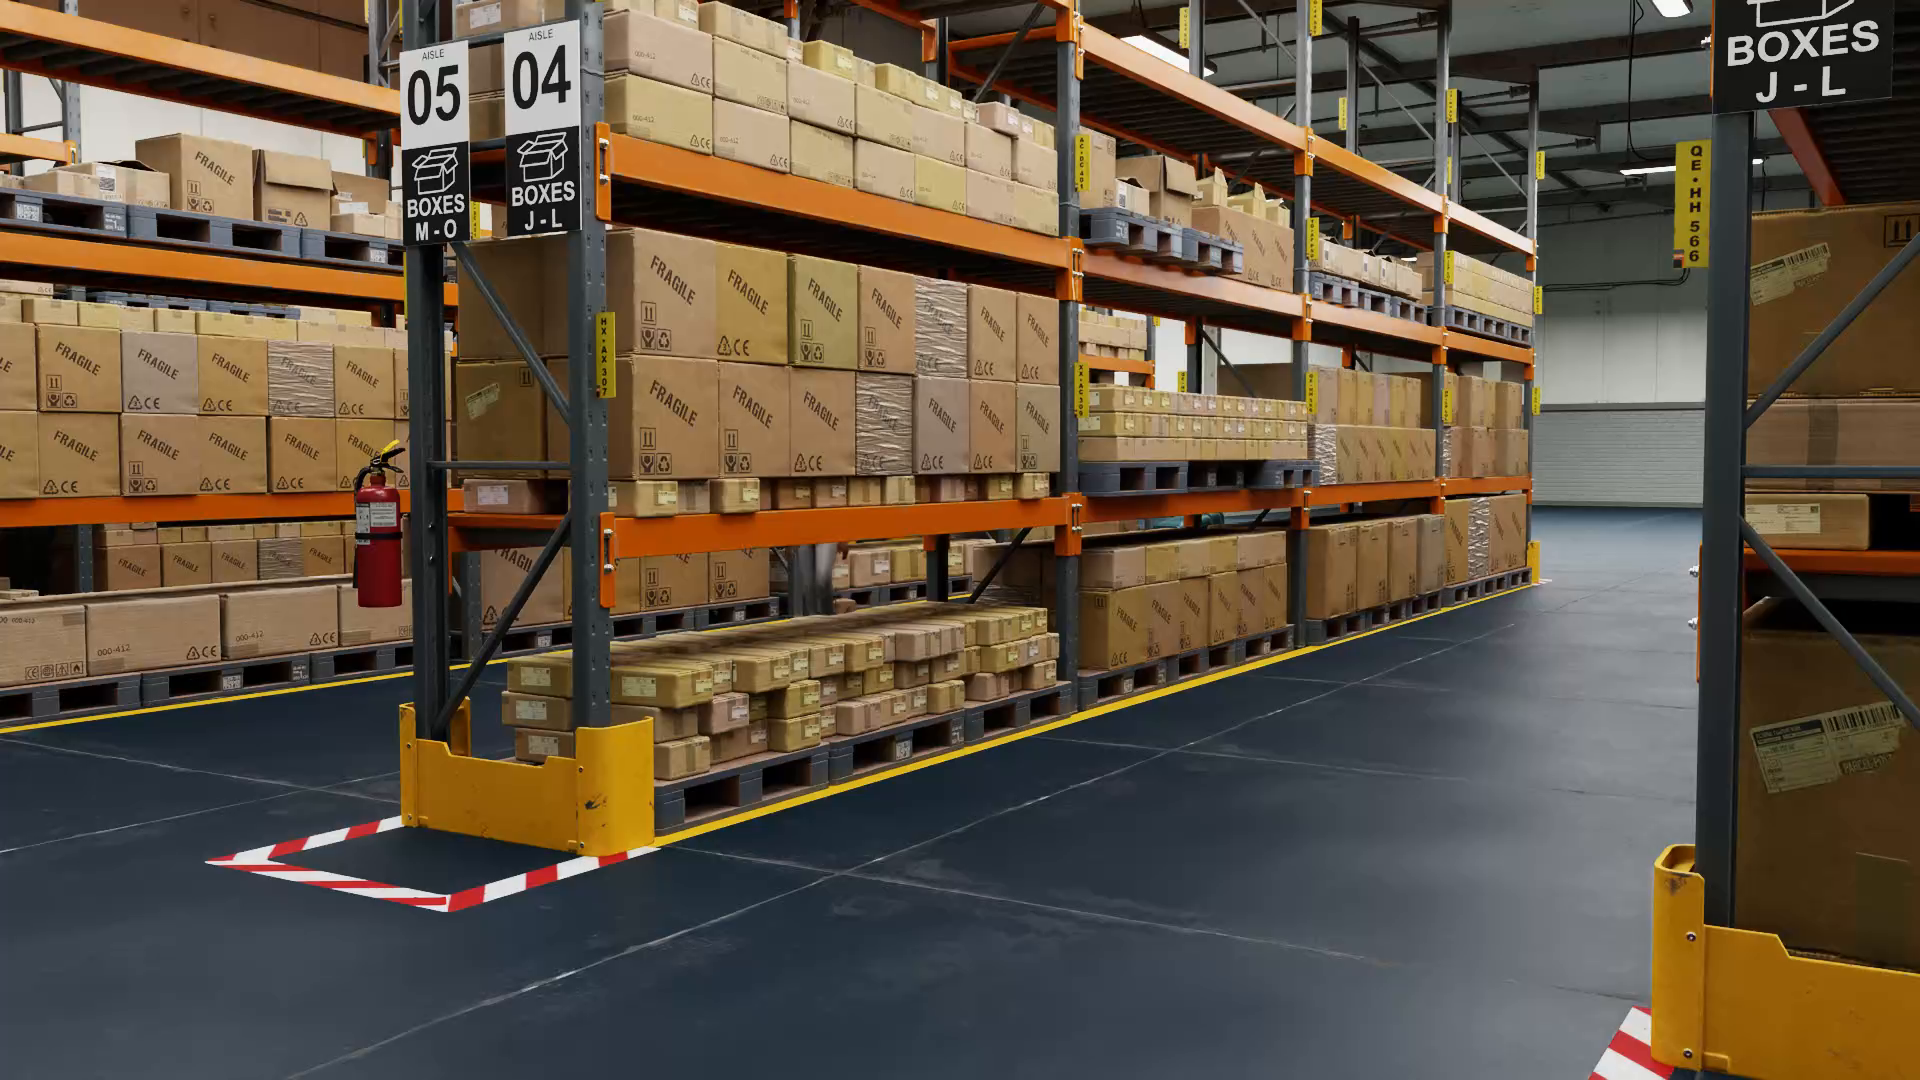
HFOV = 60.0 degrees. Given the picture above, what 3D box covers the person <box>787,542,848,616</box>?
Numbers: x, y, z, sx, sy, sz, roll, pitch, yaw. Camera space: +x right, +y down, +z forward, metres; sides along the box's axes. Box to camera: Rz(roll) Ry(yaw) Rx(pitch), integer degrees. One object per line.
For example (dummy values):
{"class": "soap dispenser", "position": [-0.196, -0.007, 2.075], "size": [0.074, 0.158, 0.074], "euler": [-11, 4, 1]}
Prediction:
{"class": "person", "position": [-1.178, 0.010, 13.509], "size": [0.484, 1.721, 0.479], "euler": [1, 3, 16]}
